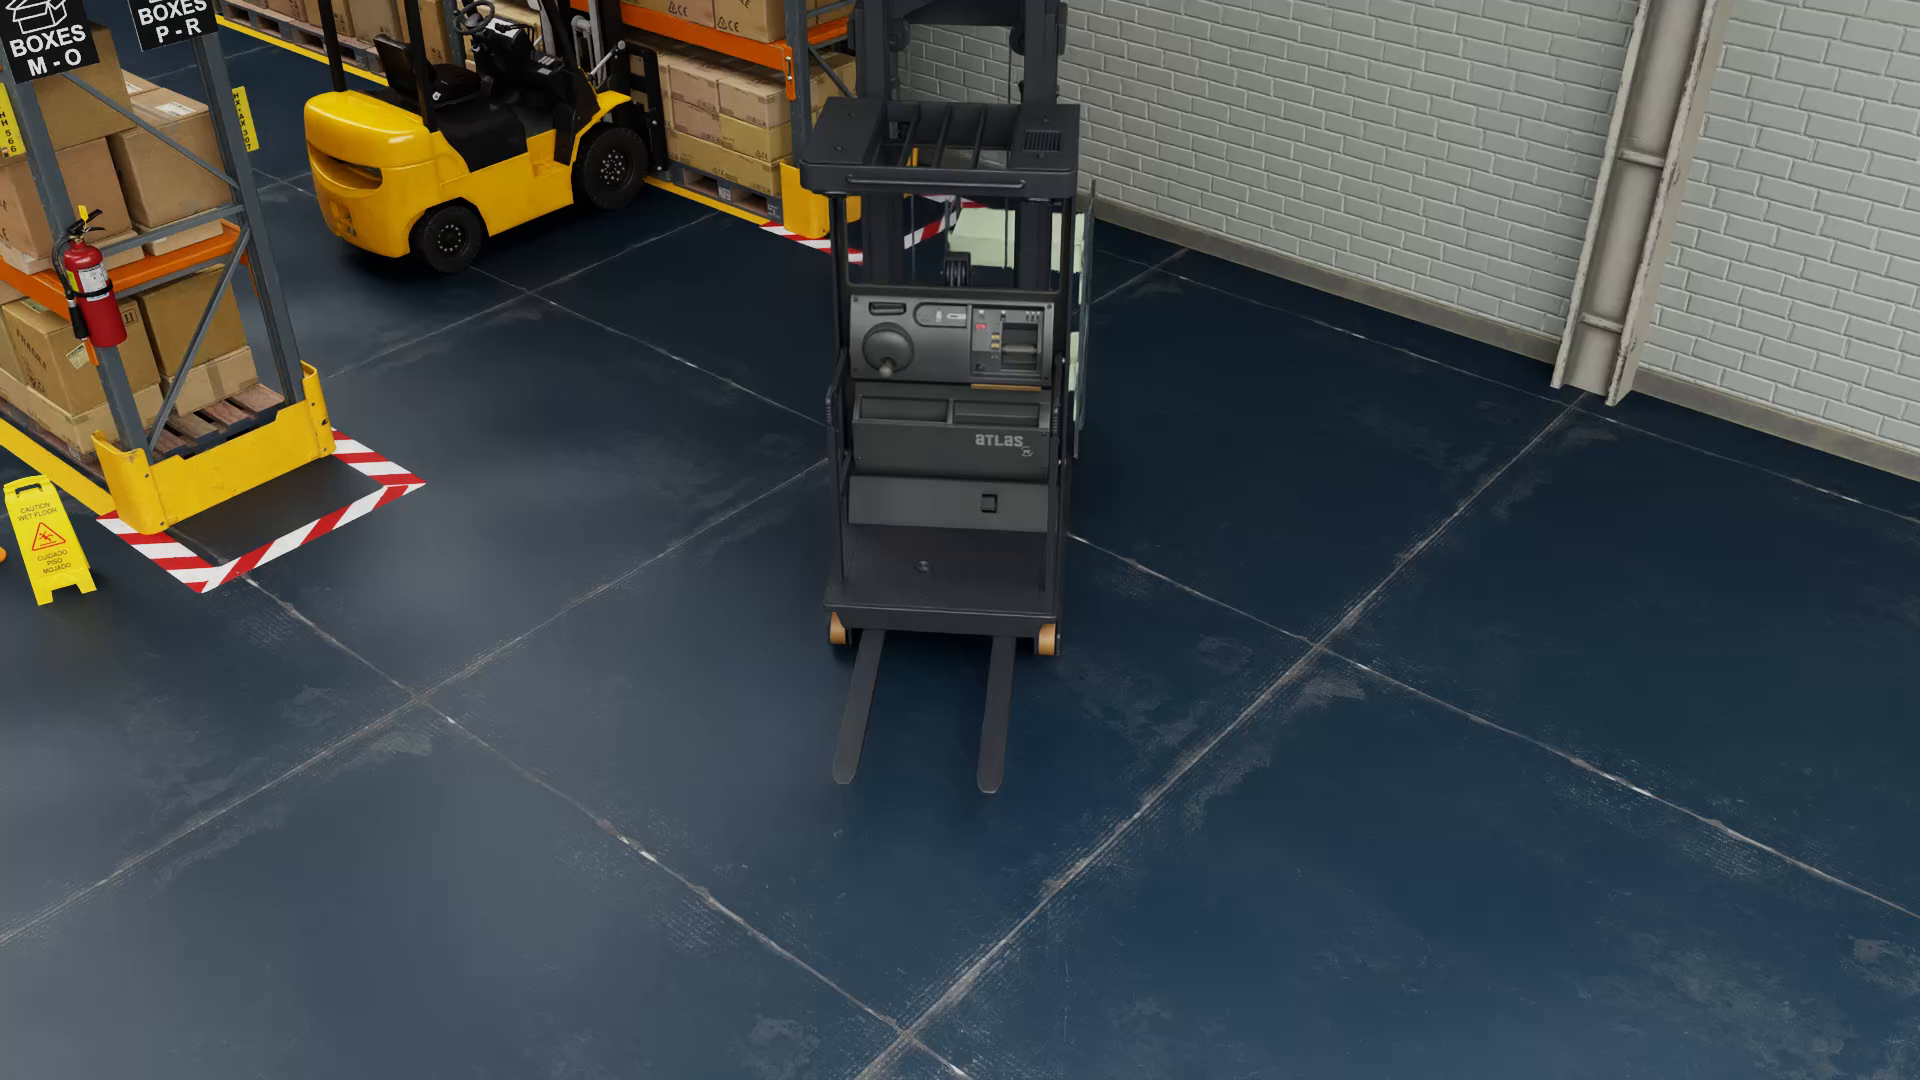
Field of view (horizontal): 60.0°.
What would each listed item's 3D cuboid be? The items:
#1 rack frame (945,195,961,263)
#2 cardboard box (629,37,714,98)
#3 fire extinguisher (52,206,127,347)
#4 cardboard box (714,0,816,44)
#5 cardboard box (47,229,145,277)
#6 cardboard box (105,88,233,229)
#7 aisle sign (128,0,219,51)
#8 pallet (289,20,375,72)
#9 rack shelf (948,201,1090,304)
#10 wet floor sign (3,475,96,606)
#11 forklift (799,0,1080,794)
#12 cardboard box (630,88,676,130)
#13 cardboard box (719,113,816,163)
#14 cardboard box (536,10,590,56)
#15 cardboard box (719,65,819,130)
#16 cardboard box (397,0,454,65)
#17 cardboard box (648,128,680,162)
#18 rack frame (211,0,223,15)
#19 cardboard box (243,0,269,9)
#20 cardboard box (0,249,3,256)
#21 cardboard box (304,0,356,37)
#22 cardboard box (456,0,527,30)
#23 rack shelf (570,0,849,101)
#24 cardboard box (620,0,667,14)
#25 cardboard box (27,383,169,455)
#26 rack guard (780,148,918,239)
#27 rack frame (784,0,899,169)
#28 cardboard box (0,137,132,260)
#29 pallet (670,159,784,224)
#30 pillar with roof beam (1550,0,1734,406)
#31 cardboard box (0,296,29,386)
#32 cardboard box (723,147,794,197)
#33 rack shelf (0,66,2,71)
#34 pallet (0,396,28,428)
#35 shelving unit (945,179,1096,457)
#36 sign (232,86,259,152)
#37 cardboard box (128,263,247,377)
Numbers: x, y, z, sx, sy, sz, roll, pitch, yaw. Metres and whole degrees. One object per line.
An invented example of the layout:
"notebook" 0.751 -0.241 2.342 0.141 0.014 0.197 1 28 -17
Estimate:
"rack frame" -0.037 -1.267 9.266 0.023 1.500 0.400 5 34 8
"cardboard box" -2.158 -3.542 12.432 0.500 0.250 0.500 26 42 32
"fire extinguisher" -4.195 -1.263 8.008 0.183 0.674 0.296 25 42 32
"cardboard box" -1.361 -3.803 11.550 0.500 0.500 0.500 24 41 31
"cardboard box" -4.412 -1.476 8.471 0.250 0.149 0.380 27 43 33
"cardboard box" -4.174 -1.993 8.651 0.500 0.500 0.500 25 41 31
"aisle sign" -3.742 -2.721 7.766 0.004 0.787 0.394 25 42 32
"pallet" -5.422 -4.689 15.391 1.213 0.211 1.003 25 42 32
"rack shelf" 0.325 -1.558 9.000 0.720 0.370 0.431 5 34 8
"wet floor sign" -4.526 -0.032 8.227 0.267 0.644 0.232 -18 38 -25
"forklift" -0.055 -0.855 7.405 1.130 2.935 3.031 3 35 4
"cardboard box" -2.177 -3.348 12.592 0.500 0.250 0.500 24 41 31
"cardboard box" -1.389 -2.984 12.062 0.500 0.250 0.500 25 41 31
"cardboard box" -2.941 -3.922 12.986 0.500 0.250 0.500 27 43 33
"cardboard box" -1.368 -3.181 11.907 0.500 0.250 0.500 27 43 33
"cardboard box" -4.297 -4.525 14.416 0.625 0.625 0.875 27 43 34
"cardboard box" -2.133 -3.140 12.730 0.500 0.250 0.500 26 42 32
"rack frame" -6.963 -6.596 15.704 0.127 3.000 1.000 25 42 32
"cardboard box" -6.492 -5.558 15.920 0.625 0.625 0.875 27 43 33
"cardboard box" -4.861 -1.621 8.683 0.250 0.149 0.380 24 41 31
"cardboard box" -5.467 -5.081 15.225 0.625 0.625 0.875 23 41 30
"cardboard box" -3.718 -4.287 13.517 0.500 0.250 0.500 25 41 31
"rack shelf" -2.352 -4.126 12.743 4.000 0.370 1.077 25 42 32
"cardboard box" -2.148 -4.180 12.099 0.500 0.500 0.500 24 41 31
"cardboard box" -4.799 -0.761 9.266 0.500 0.250 0.500 25 42 32
"rack guard" -0.796 -2.659 12.180 0.348 0.500 1.175 25 42 32
"rack frame" -0.815 -3.698 11.485 0.127 3.000 1.000 25 42 32
"cardboard box" -4.581 -1.777 8.337 0.500 0.500 0.500 24 41 31
"pallet" -1.429 -2.807 12.651 1.213 0.211 1.003 25 42 32
"pillar with roof beam" 1.084 -2.769 4.833 0.400 9.000 9.100 25 42 32
"cardboard box" -5.173 -1.250 9.316 0.500 0.500 0.500 27 43 33
"cardboard box" -1.378 -2.770 12.192 0.500 0.250 0.500 26 42 32
"rack shelf" -5.525 -3.201 8.748 4.000 0.370 1.077 25 42 32
"pallet" -5.581 -1.167 10.262 1.213 0.211 1.003 25 42 32
"shelving unit" 0.325 -1.234 9.218 0.755 1.500 0.431 5 34 8
"sign" -3.641 -2.130 8.437 0.005 0.325 0.100 25 42 32
"cardboard box" -4.449 -1.307 9.398 0.500 0.500 0.500 24 41 30
